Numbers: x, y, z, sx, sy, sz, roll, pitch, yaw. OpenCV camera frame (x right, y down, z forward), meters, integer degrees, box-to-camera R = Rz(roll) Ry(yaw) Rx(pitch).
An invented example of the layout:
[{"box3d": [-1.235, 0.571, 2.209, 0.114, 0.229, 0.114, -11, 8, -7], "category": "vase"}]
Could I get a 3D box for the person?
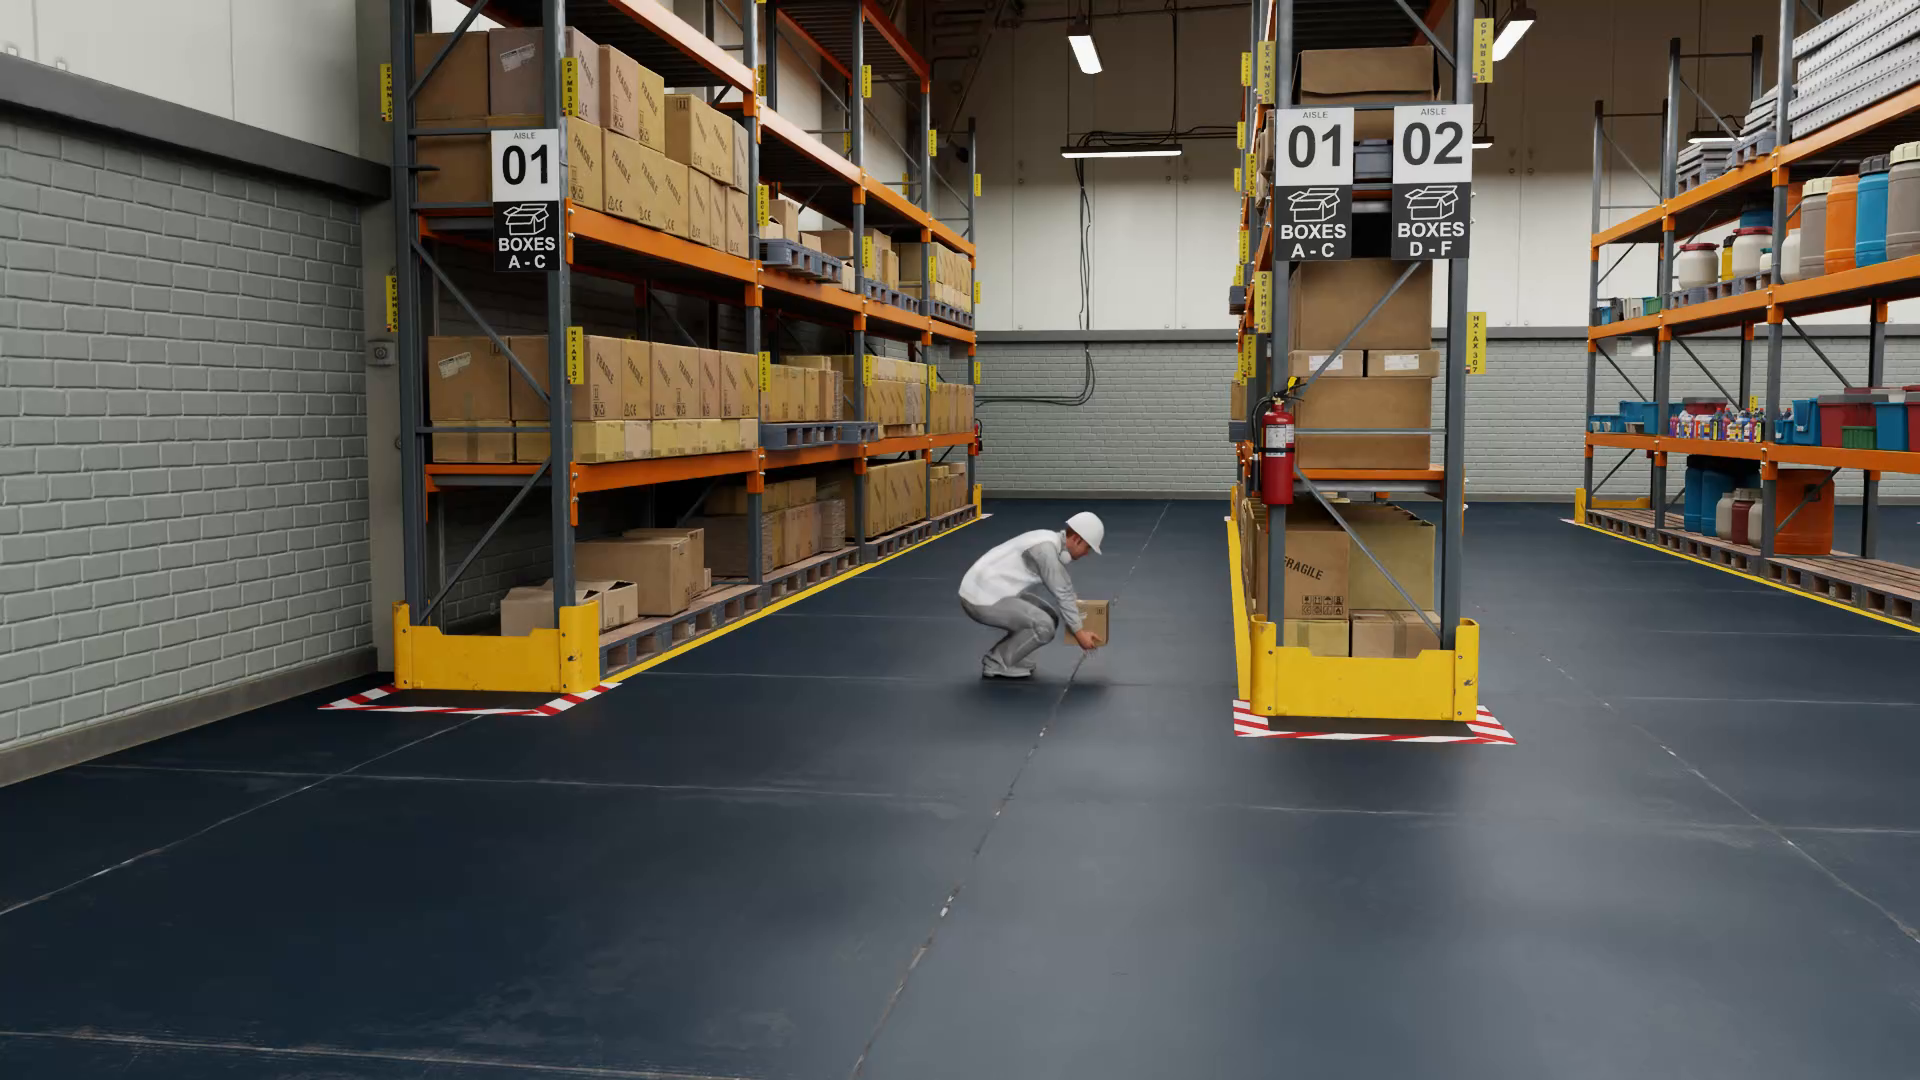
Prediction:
[{"box3d": [0.442, 0.331, 10.237, 0.890, 1.006, 0.514, 1, 4, 7], "category": "person"}]
